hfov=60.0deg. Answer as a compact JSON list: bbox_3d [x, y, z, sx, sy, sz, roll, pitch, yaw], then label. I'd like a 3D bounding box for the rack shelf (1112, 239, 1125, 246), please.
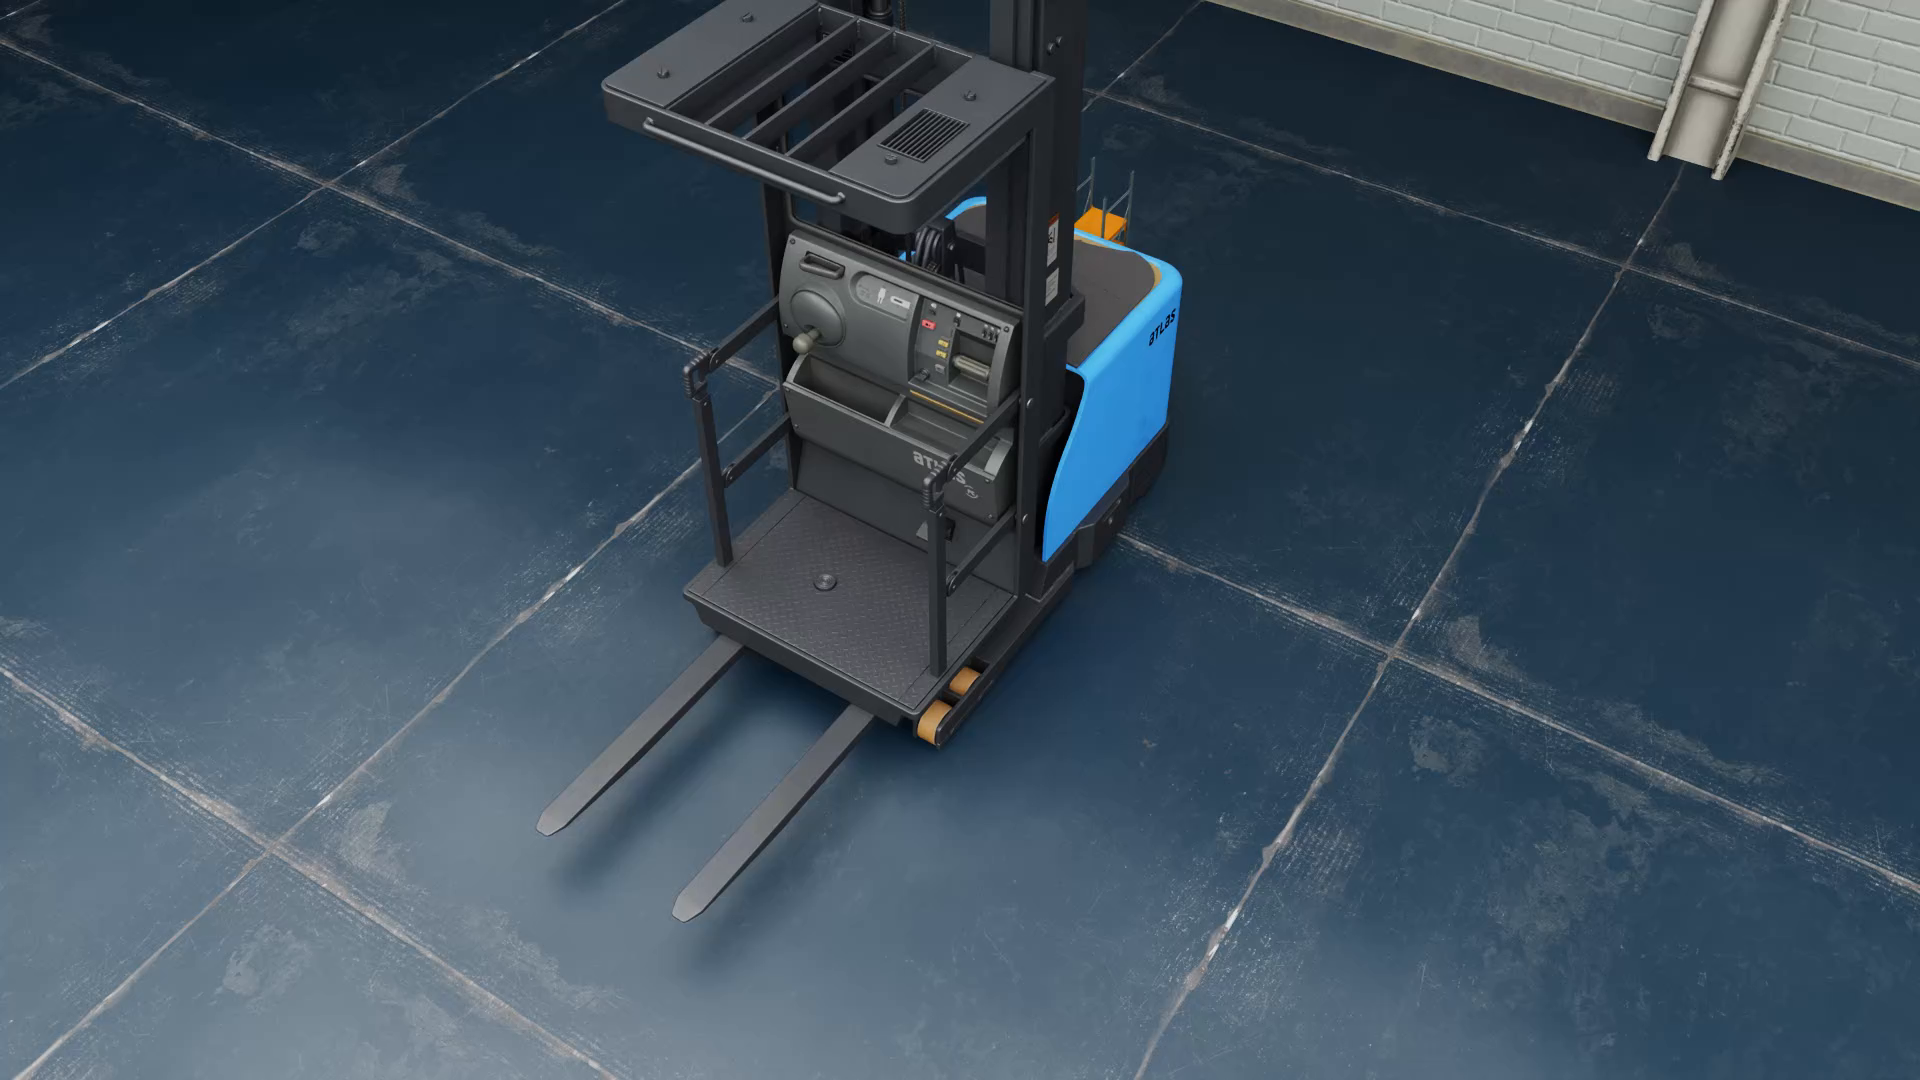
[{"bbox_3d":[0.563,-1.182,7.011,0.180,0.103,0.258,25,51,23],"label":"rack shelf"}]

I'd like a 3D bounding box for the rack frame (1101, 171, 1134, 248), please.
[{"bbox_3d":[0.639,-1.010,7.116,0.006,1.200,0.240,25,51,23],"label":"rack frame"}]

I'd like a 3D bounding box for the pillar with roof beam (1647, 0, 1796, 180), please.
[{"bbox_3d":[1.632,-2.614,3.237,0.400,9.000,9.100,25,51,22],"label":"pillar with roof beam"}]

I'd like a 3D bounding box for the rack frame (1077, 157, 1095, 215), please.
[{"bbox_3d":[0.487,-1.082,7.187,0.006,1.200,0.240,25,51,23],"label":"rack frame"}]

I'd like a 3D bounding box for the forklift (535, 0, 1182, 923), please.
[{"bbox_3d":[-0.344,-0.650,5.559,1.130,2.935,3.031,25,51,23],"label":"forklift"}]

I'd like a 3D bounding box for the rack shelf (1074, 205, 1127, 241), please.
[{"bbox_3d":[0.563,-1.266,6.925,0.180,0.103,0.258,25,51,23],"label":"rack shelf"}]

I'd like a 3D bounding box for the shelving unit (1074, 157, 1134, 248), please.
[{"bbox_3d":[0.563,-1.046,7.151,0.189,1.200,0.258,25,51,23],"label":"shelving unit"}]
